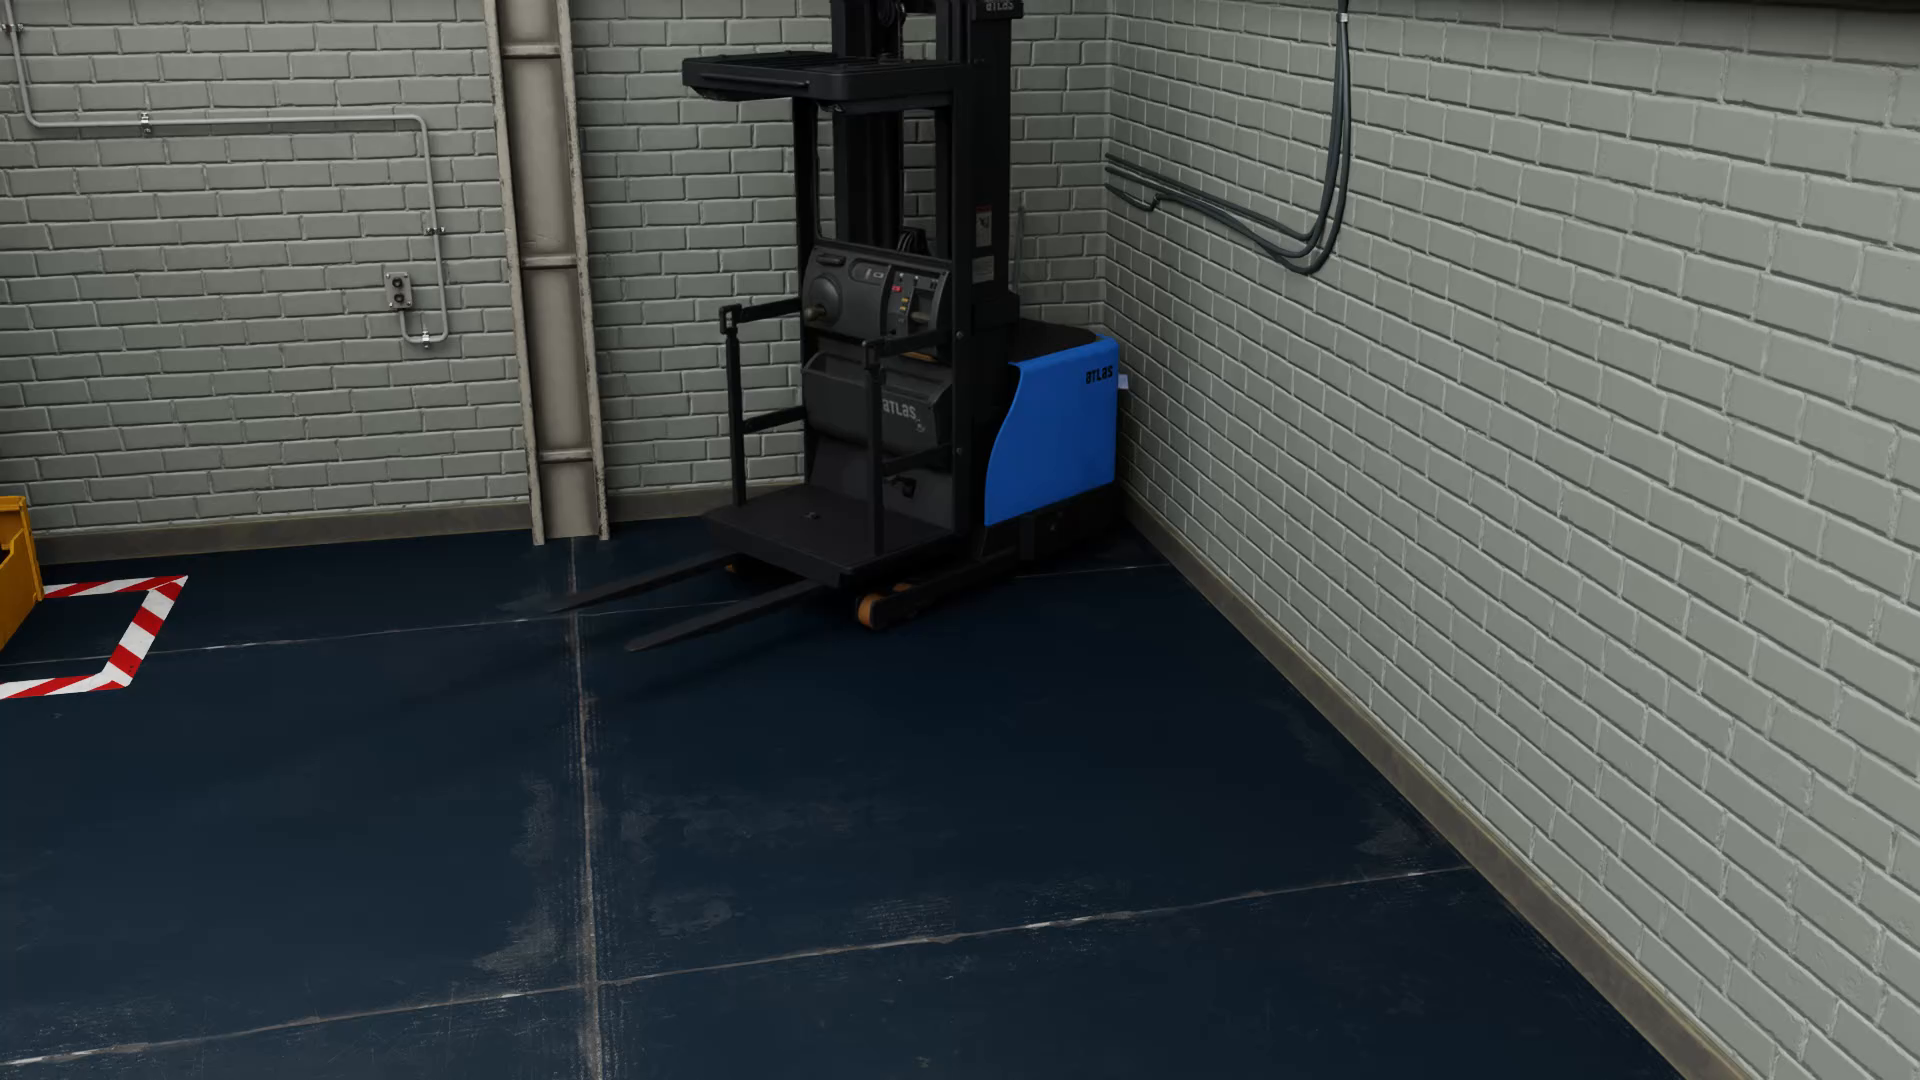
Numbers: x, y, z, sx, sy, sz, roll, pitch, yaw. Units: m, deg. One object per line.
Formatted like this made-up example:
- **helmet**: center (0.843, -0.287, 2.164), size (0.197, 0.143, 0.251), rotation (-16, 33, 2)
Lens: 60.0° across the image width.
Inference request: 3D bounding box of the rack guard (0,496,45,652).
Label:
- **rack guard**: center (-4.487, 0.227, 7.467), size (0.348, 0.500, 1.175), rotation (-5, 21, -12)

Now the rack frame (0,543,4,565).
- **rack frame**: center (-4.511, -0.945, 7.032), size (0.127, 3.000, 1.000), rotation (-5, 21, -12)

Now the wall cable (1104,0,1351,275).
- **wall cable**: center (1.076, -2.632, 7.430), size (0.112, 2.526, 3.097), rotation (-5, 21, -12)

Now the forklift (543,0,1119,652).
- **forklift**: center (-0.551, -1.159, 7.716), size (1.130, 2.935, 3.031), rotation (18, 27, 41)

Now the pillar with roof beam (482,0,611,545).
- **pillar with roof beam**: center (-1.092, -2.824, 3.440), size (0.400, 9.000, 9.100), rotation (-5, 21, -12)

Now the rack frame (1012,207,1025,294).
- **rack frame**: center (0.288, -1.075, 9.304), size (0.032, 1.500, 0.500), rotation (5, 5, 4)

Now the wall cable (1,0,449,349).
- **wall cable**: center (-3.482, -1.840, 7.999), size (1.851, 1.984, 0.084), rotation (-5, 21, -12)

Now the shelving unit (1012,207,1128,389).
- **shelving unit**: center (0.794, -1.030, 9.273), size (1.048, 1.500, 0.538), rotation (5, 5, 4)

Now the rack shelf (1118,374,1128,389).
- **rack shelf**: center (0.779, -0.851, 9.288), size (1.000, 0.185, 0.538), rotation (5, 5, 4)
